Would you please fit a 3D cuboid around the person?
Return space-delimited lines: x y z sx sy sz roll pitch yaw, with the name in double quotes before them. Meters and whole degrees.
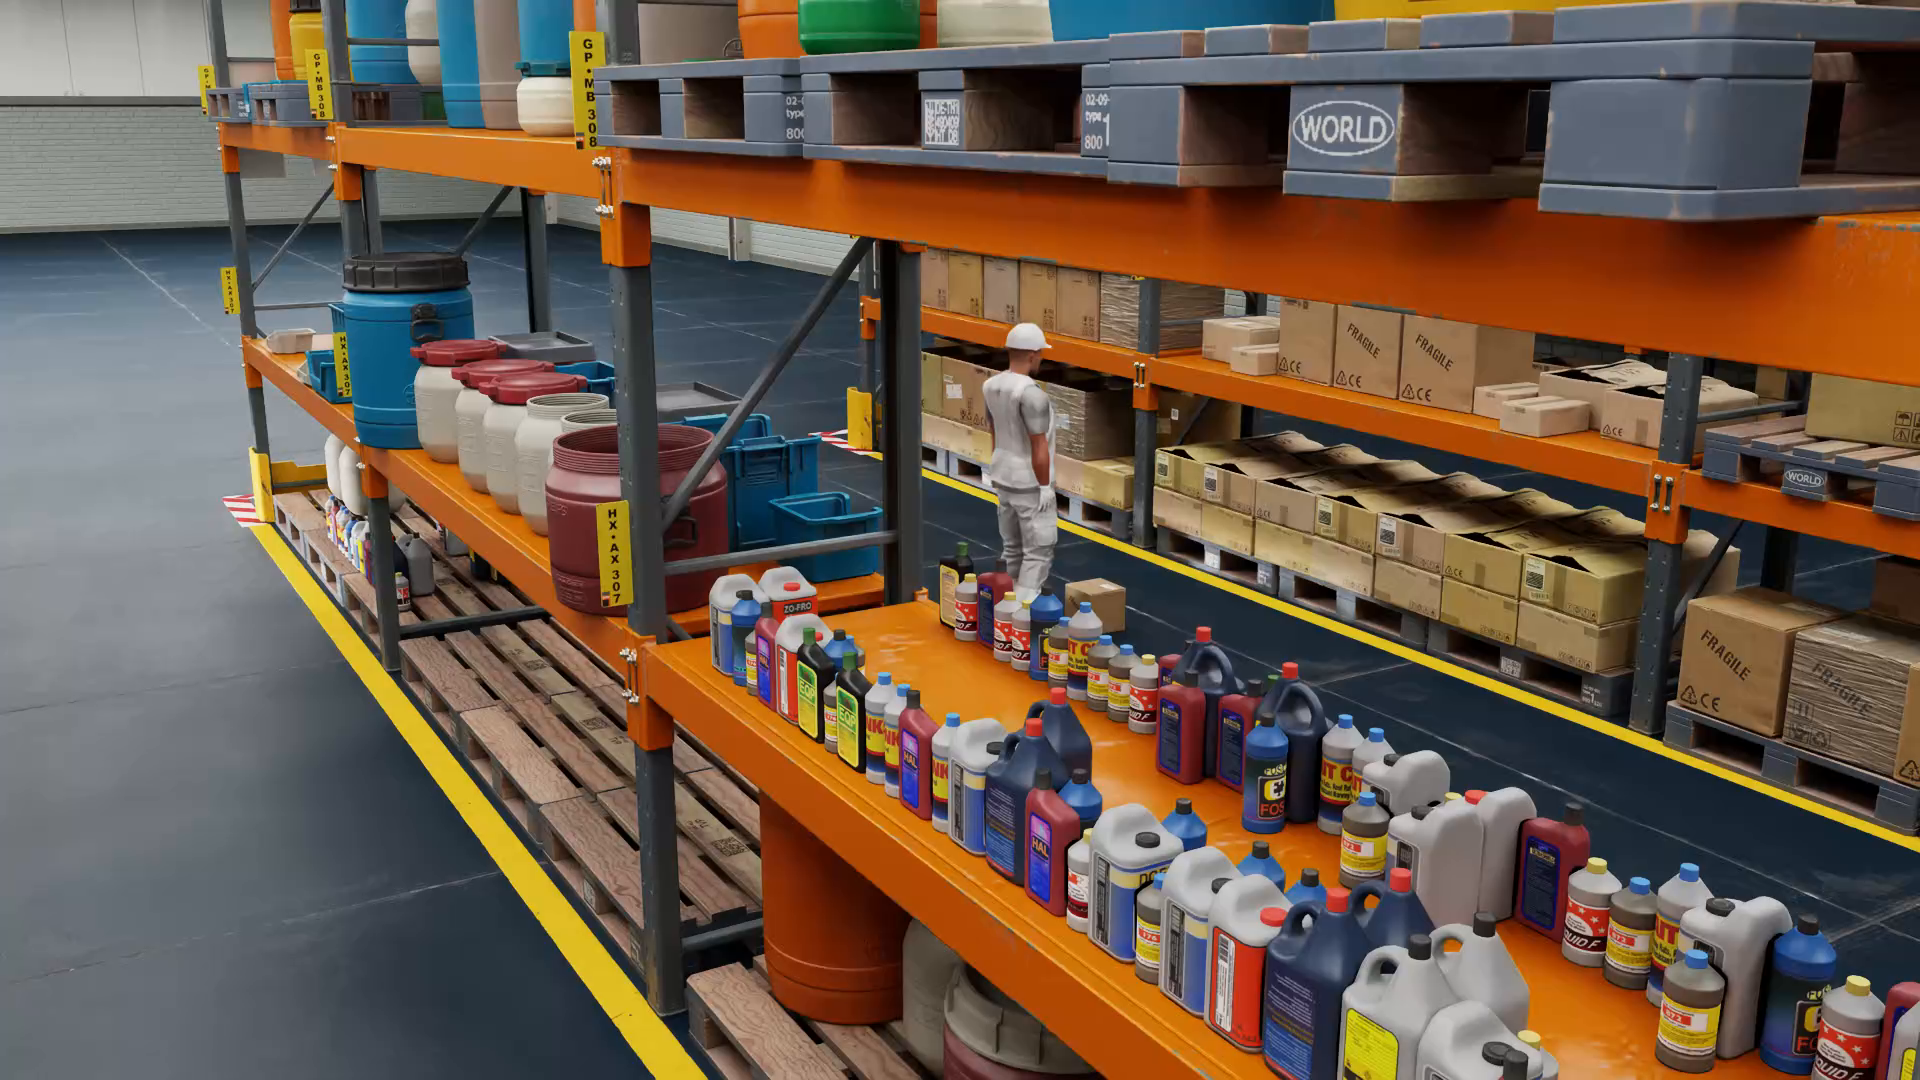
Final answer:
"person" 0.347 -0.296 9.120 0.351 1.781 0.528 -8 17 -29
